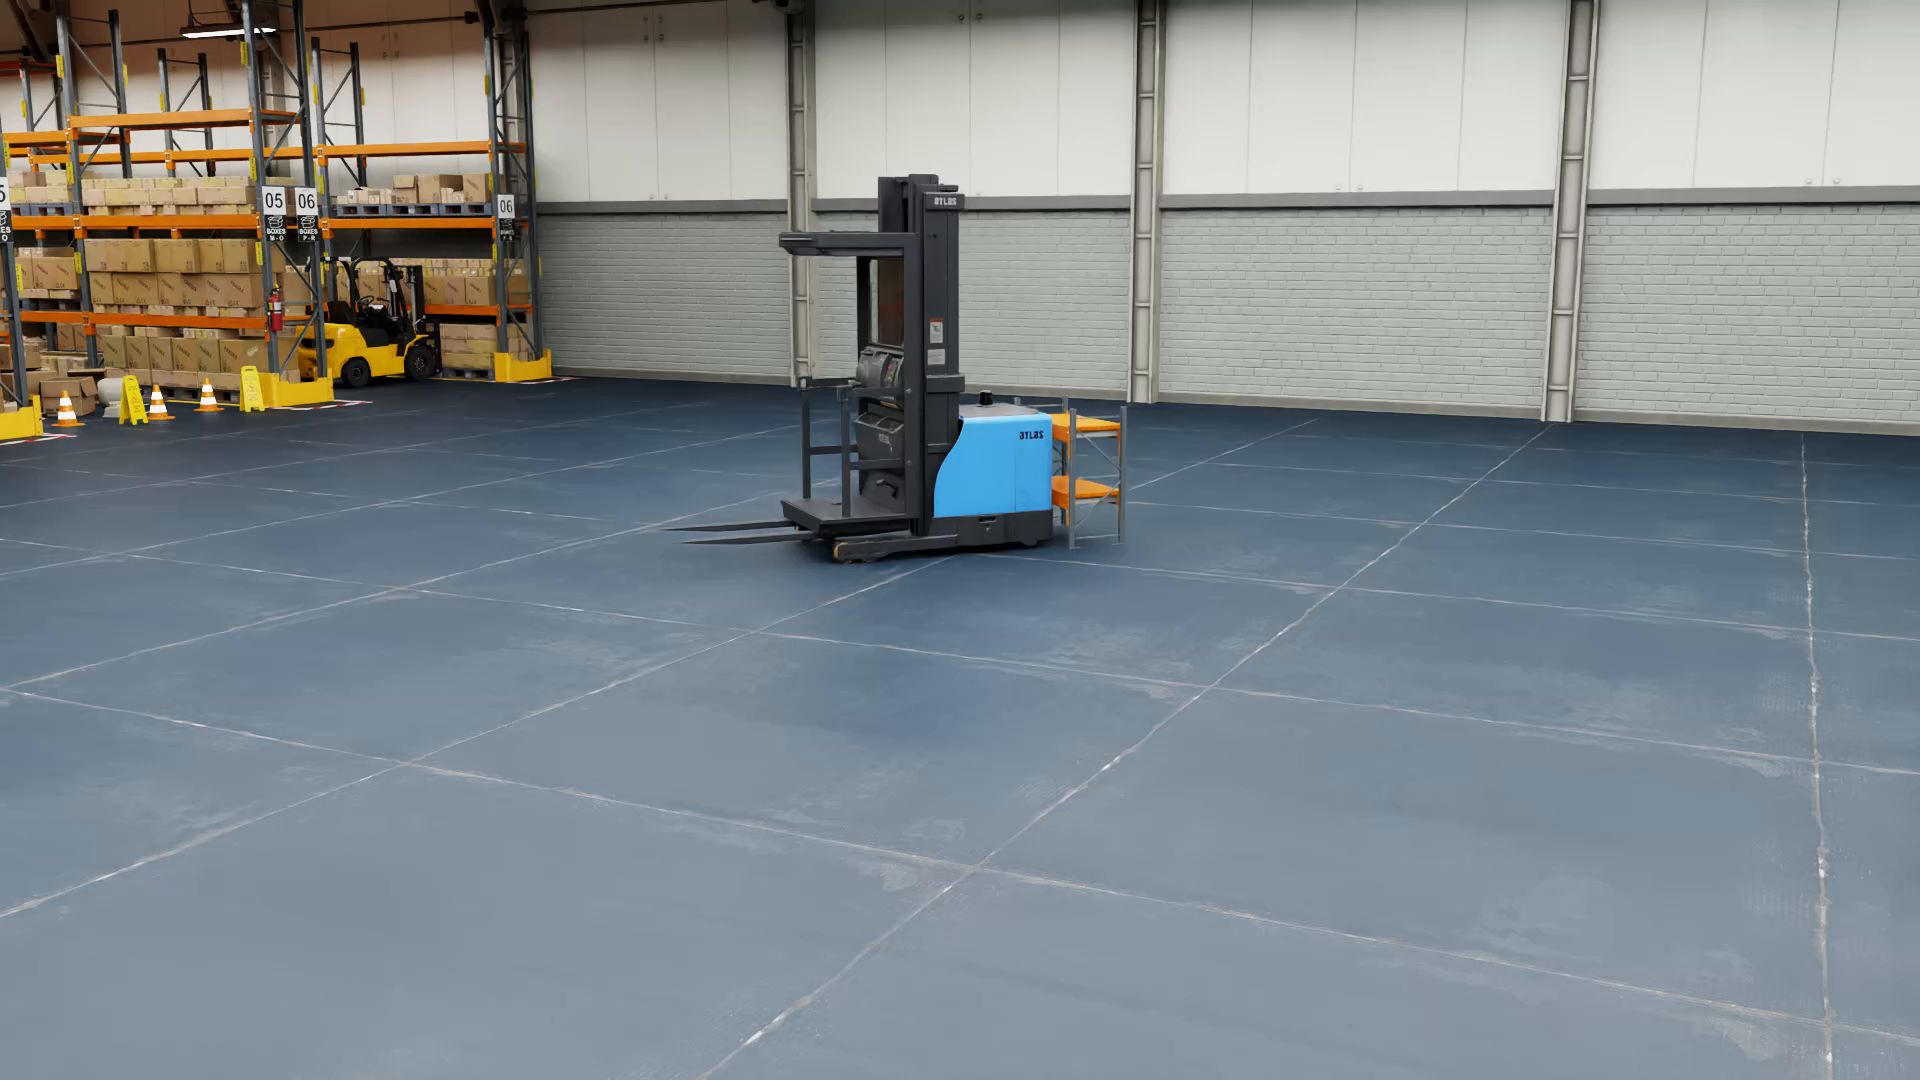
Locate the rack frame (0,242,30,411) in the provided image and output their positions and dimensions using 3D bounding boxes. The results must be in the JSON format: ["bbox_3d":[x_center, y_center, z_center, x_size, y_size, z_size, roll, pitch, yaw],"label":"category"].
[{"bbox_3d":[-12.044,-2.735,20.418,0.127,3.000,1.000,5,11,26],"label":"rack frame"}]

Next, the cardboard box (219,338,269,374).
[{"bbox_3d":[-10.778,-2.777,25.090,0.500,0.500,0.500,5,11,26],"label":"cardboard box"}]

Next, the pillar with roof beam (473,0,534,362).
[{"bbox_3d":[-9.882,-6.790,25.977,0.548,9.000,9.100,5,11,26],"label":"pillar with roof beam"}]

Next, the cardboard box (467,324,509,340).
[{"bbox_3d":[-8.302,-3.658,29.256,0.500,0.250,0.500,5,12,28],"label":"cardboard box"}]

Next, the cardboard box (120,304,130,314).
[{"bbox_3d":[-12.890,-3.621,26.021,0.250,0.149,0.380,5,11,26],"label":"cardboard box"}]

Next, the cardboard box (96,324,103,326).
[{"bbox_3d":[-17.332,-4.424,33.770,0.250,0.149,0.380,5,11,26],"label":"cardboard box"}]

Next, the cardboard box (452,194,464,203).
[{"bbox_3d":[-8.629,-5.951,29.014,0.250,0.149,0.380,5,11,24],"label":"cardboard box"}]

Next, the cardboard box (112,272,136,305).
[{"bbox_3d":[-12.800,-3.929,25.901,0.500,0.500,0.500,5,11,26],"label":"cardboard box"}]

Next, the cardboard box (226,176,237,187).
[{"bbox_3d":[-10.593,-5.284,24.547,0.250,0.149,0.380,5,12,27],"label":"cardboard box"}]

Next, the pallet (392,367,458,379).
[{"bbox_3d":[-9.546,-3.104,30.289,1.213,0.211,1.003,5,11,26],"label":"pallet"}]

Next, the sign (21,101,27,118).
[{"bbox_3d":[-18.769,-8.637,33.342,0.005,0.325,0.100,5,11,26],"label":"sign"}]

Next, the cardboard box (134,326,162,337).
[{"bbox_3d":[-12.575,-3.241,25.830,0.250,0.149,0.380,6,12,28],"label":"cardboard box"}]

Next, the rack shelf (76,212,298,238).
[{"bbox_3d":[-11.738,-4.813,25.498,4.000,0.370,1.077,5,11,26],"label":"rack shelf"}]

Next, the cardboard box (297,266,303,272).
[{"bbox_3d":[-12.179,-5.047,31.089,0.250,0.149,0.380,5,11,26],"label":"cardboard box"}]

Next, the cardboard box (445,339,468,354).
[{"bbox_3d":[-8.771,-3.456,29.539,0.500,0.250,0.500,5,11,25],"label":"cardboard box"}]

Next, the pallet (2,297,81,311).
[{"bbox_3d":[-15.325,-3.920,27.505,1.213,0.211,1.003,5,11,26],"label":"pallet"}]

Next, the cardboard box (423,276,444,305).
[{"bbox_3d":[-9.230,-4.455,29.643,0.500,0.500,0.500,5,11,25],"label":"cardboard box"}]

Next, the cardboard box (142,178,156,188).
[{"bbox_3d":[-12.201,-5.422,25.312,0.250,0.149,0.380,5,11,25],"label":"cardboard box"}]

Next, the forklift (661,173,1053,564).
[{"bbox_3d":[-0.815,-1.364,13.038,3.031,2.935,1.130,-4,11,-23],"label":"forklift"}]

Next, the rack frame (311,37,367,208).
[{"bbox_3d":[-11.339,-7.594,30.419,0.127,3.000,1.000,5,11,26],"label":"rack frame"}]

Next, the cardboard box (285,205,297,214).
[{"bbox_3d":[-10.098,-4.964,25.016,0.250,0.149,0.380,5,11,26],"label":"cardboard box"}]

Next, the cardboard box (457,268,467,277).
[{"bbox_3d":[-8.634,-4.723,29.301,0.250,0.149,0.380,5,12,27],"label":"cardboard box"}]

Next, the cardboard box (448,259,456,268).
[{"bbox_3d":[-8.838,-4.898,29.433,0.250,0.149,0.380,5,11,26],"label":"cardboard box"}]

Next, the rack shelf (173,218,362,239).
[{"bbox_3d":[-13.132,-5.921,31.621,4.000,0.370,1.077,5,11,26],"label":"rack shelf"}]

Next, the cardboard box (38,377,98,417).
[{"bbox_3d":[-12.640,-2.039,23.583,0.637,0.503,0.797,-2,11,-14],"label":"cardboard box"}]

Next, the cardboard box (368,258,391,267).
[{"bbox_3d":[-10.491,-5.022,30.120,0.250,0.149,0.380,5,12,27],"label":"cardboard box"}]

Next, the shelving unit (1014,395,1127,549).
[{"bbox_3d":[0.899,-0.585,13.804,0.538,1.125,1.048,-4,11,-23],"label":"shelving unit"}]

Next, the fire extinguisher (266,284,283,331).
[{"bbox_3d":[-10.046,-3.413,24.381,0.183,0.674,0.296,5,11,26],"label":"fire extinguisher"}]

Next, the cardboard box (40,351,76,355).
[{"bbox_3d":[-15.274,-2.914,27.606,0.625,0.372,0.950,5,12,28],"label":"cardboard box"}]

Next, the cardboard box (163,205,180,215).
[{"bbox_3d":[-11.785,-4.983,25.123,0.250,0.149,0.380,5,11,25],"label":"cardboard box"}]

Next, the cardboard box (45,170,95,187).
[{"bbox_3d":[-14.108,-5.729,26.376,0.500,0.250,0.500,5,12,27],"label":"cardboard box"}]

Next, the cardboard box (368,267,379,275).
[{"bbox_3d":[-10.502,-4.875,30.143,0.250,0.149,0.380,5,12,27],"label":"cardboard box"}]

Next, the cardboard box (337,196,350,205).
[{"bbox_3d":[-11.071,-6.166,30.199,0.250,0.149,0.380,5,12,27],"label":"cardboard box"}]

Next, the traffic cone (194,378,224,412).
[{"bbox_3d":[-10.901,-2.113,24.105,0.334,0.463,0.336,5,11,26],"label":"traffic cone"}]

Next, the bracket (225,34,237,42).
[{"bbox_3d":[-13.887,-9.697,31.936,0.430,0.232,0.235,5,11,26],"label":"bracket"}]

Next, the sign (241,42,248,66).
[{"bbox_3d":[-10.208,-6.936,23.718,0.005,0.325,0.100,5,11,26],"label":"sign"}]

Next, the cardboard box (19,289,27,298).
[{"bbox_3d":[-15.024,-4.011,26.994,0.250,0.149,0.380,5,11,26],"label":"cardboard box"}]

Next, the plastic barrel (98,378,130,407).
[{"bbox_3d":[-12.467,-2.187,24.623,0.512,0.421,0.421,-4,11,-23],"label":"plastic barrel"}]

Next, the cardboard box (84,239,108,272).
[{"bbox_3d":[-13.233,-4.467,26.065,0.500,0.500,0.700,5,11,25],"label":"cardboard box"}]

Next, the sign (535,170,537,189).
[{"bbox_3d":[-7.501,-6.360,29.347,0.005,0.325,0.100,5,11,26],"label":"sign"}]

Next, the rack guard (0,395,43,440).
[{"bbox_3d":[-12.022,-1.503,20.630,0.348,0.500,1.175,5,11,26],"label":"rack guard"}]

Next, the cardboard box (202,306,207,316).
[{"bbox_3d":[-11.283,-3.489,25.291,0.250,0.149,0.380,5,11,27],"label":"cardboard box"}]

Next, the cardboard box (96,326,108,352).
[{"bbox_3d":[-17.251,-4.094,33.769,0.500,0.500,0.500,5,11,24],"label":"cardboard box"}]

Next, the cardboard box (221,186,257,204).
[{"bbox_3d":[-10.523,-5.079,24.535,0.500,0.250,0.500,5,11,25],"label":"cardboard box"}]

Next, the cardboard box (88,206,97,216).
[{"bbox_3d":[-13.359,-5.137,25.971,0.250,0.149,0.380,5,11,25],"label":"cardboard box"}]

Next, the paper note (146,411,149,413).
[{"bbox_3d":[-11.673,-1.829,23.750,0.142,0.019,0.148,1,10,6],"label":"paper note"}]

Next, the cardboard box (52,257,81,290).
[{"bbox_3d":[-14.047,-4.250,26.498,0.500,0.500,0.500,5,11,25],"label":"cardboard box"}]

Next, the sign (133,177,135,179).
[{"bbox_3d":[-13.298,-5.666,26.741,0.005,0.325,0.100,5,11,26],"label":"sign"}]

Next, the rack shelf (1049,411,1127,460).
[{"bbox_3d":[0.899,-0.873,13.751,0.538,0.278,1.000,-4,11,-23],"label":"rack shelf"}]

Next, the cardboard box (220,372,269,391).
[{"bbox_3d":[-10.810,-2.410,25.163,0.500,0.250,0.500,5,11,26],"label":"cardboard box"}]

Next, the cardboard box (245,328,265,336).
[{"bbox_3d":[-13.179,-3.840,32.015,0.625,0.625,0.875,5,11,23],"label":"cardboard box"}]
